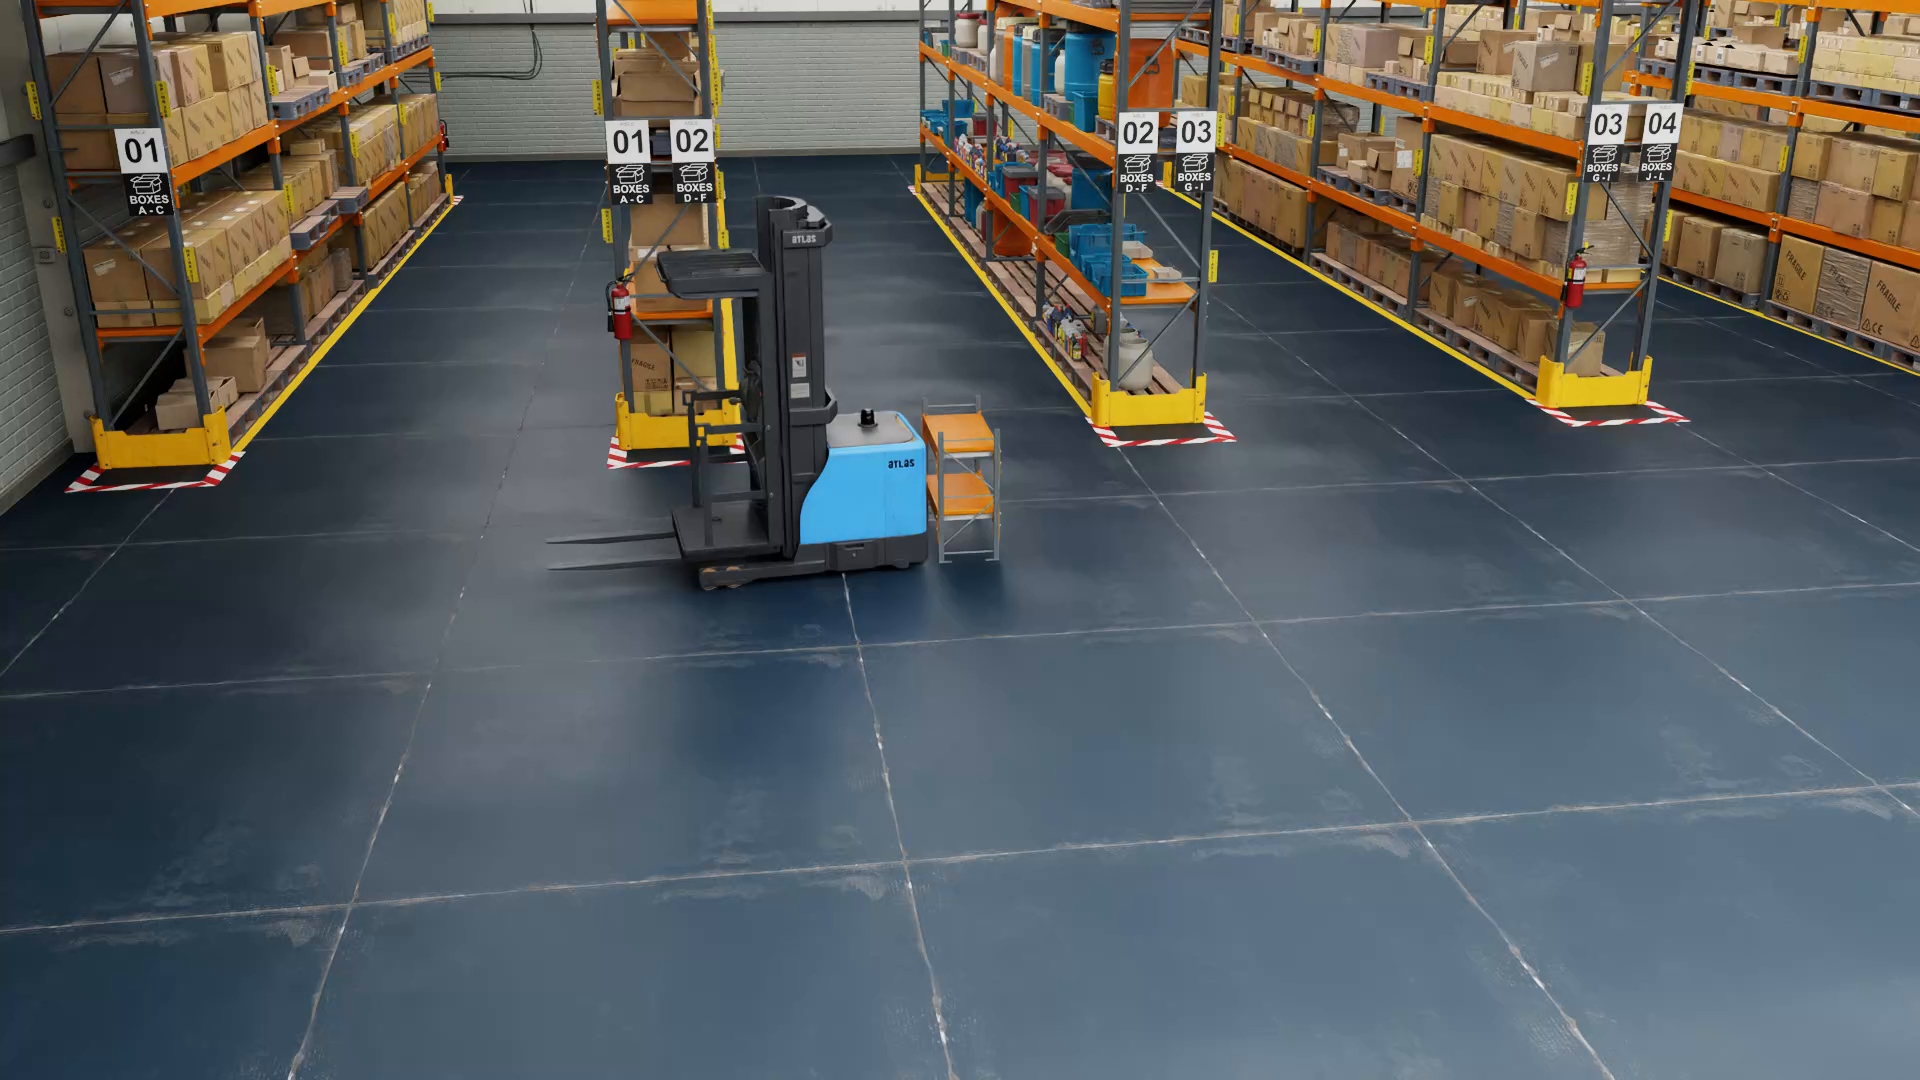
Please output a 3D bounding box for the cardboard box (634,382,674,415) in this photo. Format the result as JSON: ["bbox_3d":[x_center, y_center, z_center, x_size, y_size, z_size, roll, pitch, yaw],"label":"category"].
[{"bbox_3d":[-3.229,-1.480,17.222,0.500,0.250,0.500,-3,21,-8],"label":"cardboard box"}]

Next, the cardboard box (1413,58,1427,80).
[{"bbox_3d":[6.132,-6.144,21.683,0.396,0.266,0.258,-2,21,-6],"label":"cardboard box"}]

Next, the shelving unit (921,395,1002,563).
[{"bbox_3d":[-0.001,-0.529,14.026,0.538,1.125,1.048,-3,21,-8],"label":"shelving unit"}]

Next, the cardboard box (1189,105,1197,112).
[{"bbox_3d":[4.590,-7.974,31.069,0.500,0.250,0.500,-4,21,-10],"label":"cardboard box"}]

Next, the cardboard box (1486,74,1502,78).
[{"bbox_3d":[6.648,-5.611,20.309,0.380,0.149,0.250,-3,21,-7],"label":"cardboard box"}]

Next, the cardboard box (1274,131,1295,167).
[{"bbox_3d":[5.330,-6.227,26.458,0.500,0.500,0.500,-4,21,-10],"label":"cardboard box"}]

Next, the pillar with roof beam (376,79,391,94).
[{"bbox_3d":[-7.053,-11.608,32.435,9.100,9.000,0.400,-3,21,-8],"label":"pillar with roof beam"}]

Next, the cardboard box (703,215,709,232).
[{"bbox_3d":[-2.924,-3.431,18.044,0.380,0.149,0.250,-3,21,-7],"label":"cardboard box"}]

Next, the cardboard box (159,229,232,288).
[{"bbox_3d":[-7.594,-2.792,16.519,0.500,0.500,0.500,-3,21,-8],"label":"cardboard box"}]

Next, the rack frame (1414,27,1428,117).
[{"bbox_3d":[9.560,-8.654,33.100,1.000,3.000,0.127,-3,21,-8],"label":"rack frame"}]

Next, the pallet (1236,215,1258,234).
[{"bbox_3d":[5.400,-5.484,28.598,1.003,0.211,1.213,-3,21,-8],"label":"pallet"}]

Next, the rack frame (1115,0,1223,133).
[{"bbox_3d":[2.042,-5.460,15.973,1.000,3.000,0.127,-3,21,-8],"label":"rack frame"}]

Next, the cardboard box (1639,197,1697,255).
[{"bbox_3d":[10.712,-4.812,25.427,1.050,0.750,0.750,-3,21,-8],"label":"cardboard box"}]

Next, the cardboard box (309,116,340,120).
[{"bbox_3d":[-9.452,-6.144,24.711,0.500,0.250,0.500,-3,21,-9],"label":"cardboard box"}]

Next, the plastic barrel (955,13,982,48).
[{"bbox_3d":[0.140,-8.275,27.003,0.433,0.535,0.433,0,20,0],"label":"plastic barrel"}]

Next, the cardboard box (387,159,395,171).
[{"bbox_3d":[-9.013,-5.827,25.860,0.380,0.149,0.250,-3,21,-8],"label":"cardboard box"}]

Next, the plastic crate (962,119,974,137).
[{"bbox_3d":[0.275,-7.315,29.597,0.437,0.282,0.530,-3,21,-8],"label":"plastic crate"}]

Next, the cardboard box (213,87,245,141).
[{"bbox_3d":[-7.843,-4.468,17.433,0.500,0.500,0.500,-4,21,-10],"label":"cardboard box"}]

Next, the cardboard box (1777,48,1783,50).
[{"bbox_3d":[11.230,-6.744,23.147,0.396,0.266,0.258,-3,21,-8],"label":"cardboard box"}]

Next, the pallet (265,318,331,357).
[{"bbox_3d":[-8.451,-2.498,20.602,1.003,0.211,1.213,-3,21,-8],"label":"pallet"}]

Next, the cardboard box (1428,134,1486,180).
[{"bbox_3d":[6.180,-4.770,20.704,0.500,0.500,0.500,-3,21,-8],"label":"cardboard box"}]

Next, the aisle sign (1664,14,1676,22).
[{"bbox_3d":[14.146,-10.167,33.435,0.394,0.787,0.004,-3,21,-8],"label":"aisle sign"}]

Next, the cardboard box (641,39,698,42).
[{"bbox_3d":[-4.258,-7.129,24.586,0.910,0.500,0.500,-3,21,-8],"label":"cardboard box"}]

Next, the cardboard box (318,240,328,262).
[{"bbox_3d":[-8.739,-3.859,22.133,0.500,0.250,0.500,-3,21,-7],"label":"cardboard box"}]

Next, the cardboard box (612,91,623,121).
[{"bbox_3d":[-3.287,-4.384,16.793,0.500,0.250,0.500,-3,21,-8],"label":"cardboard box"}]

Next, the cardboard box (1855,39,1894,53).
[{"bbox_3d":[11.117,-5.997,20.175,0.380,0.149,0.250,-3,21,-9],"label":"cardboard box"}]

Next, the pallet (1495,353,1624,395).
[{"bbox_3d":[6.851,-1.902,19.008,1.003,0.211,1.213,-3,21,-8],"label":"pallet"}]

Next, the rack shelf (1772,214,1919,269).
[{"bbox_3d":[11.578,-3.470,20.248,1.077,0.370,4.000,-3,21,-8],"label":"rack shelf"}]

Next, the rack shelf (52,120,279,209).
[{"bbox_3d":[-8.050,-3.910,17.140,1.077,0.370,4.000,-3,21,-8],"label":"rack shelf"}]

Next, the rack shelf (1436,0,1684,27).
[{"bbox_3d":[6.655,-6.064,18.622,1.077,0.370,4.000,-3,21,-8],"label":"rack shelf"}]

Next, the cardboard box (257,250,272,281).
[{"bbox_3d":[-7.818,-2.979,18.090,0.500,0.250,0.500,-3,21,-8],"label":"cardboard box"}]

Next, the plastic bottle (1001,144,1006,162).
[{"bbox_3d":[0.713,-6.263,26.883,0.097,0.271,0.097,0,20,0],"label":"plastic bottle"}]

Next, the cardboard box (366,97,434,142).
[{"bbox_3d":[-9.868,-7.403,29.320,0.980,0.700,0.700,-3,21,-8],"label":"cardboard box"}]

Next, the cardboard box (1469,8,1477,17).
[{"bbox_3d":[9.552,-9.653,30.417,0.380,0.149,0.250,-3,21,-9],"label":"cardboard box"}]

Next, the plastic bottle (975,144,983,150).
[{"bbox_3d":[0.286,-6.254,26.850,0.152,0.276,0.135,-3,21,-8],"label":"plastic bottle"}]

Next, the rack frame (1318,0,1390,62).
[{"bbox_3d":[5.790,-8.479,24.058,1.000,3.000,0.127,-3,21,-8],"label":"rack frame"}]

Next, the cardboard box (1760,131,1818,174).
[{"bbox_3d":[11.212,-5.186,22.243,0.700,0.500,0.500,-3,21,-9],"label":"cardboard box"}]

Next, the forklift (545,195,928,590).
[{"bbox_3d":[-1.834,-1.181,13.190,3.031,2.935,1.130,-5,21,-13],"label":"forklift"}]

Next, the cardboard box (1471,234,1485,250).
[{"bbox_3d":[6.330,-3.558,19.815,0.380,0.149,0.250,-3,21,-8],"label":"cardboard box"}]

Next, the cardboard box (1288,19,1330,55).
[{"bbox_3d":[5.420,-7.820,25.836,0.500,0.500,0.500,-2,21,-5],"label":"cardboard box"}]

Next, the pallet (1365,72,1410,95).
[{"bbox_3d":[6.231,-6.179,22.455,1.213,0.211,1.003,-3,21,-8],"label":"pallet"}]

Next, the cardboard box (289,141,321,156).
[{"bbox_3d":[-8.774,-5.248,22.281,0.380,0.149,0.250,-6,21,-17],"label":"cardboard box"}]

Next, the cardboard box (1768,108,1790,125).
[{"bbox_3d":[14.805,-7.551,29.647,0.500,0.250,0.500,-4,21,-9],"label":"cardboard box"}]

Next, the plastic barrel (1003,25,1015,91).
[{"bbox_3d":[0.887,-6.504,22.442,0.600,0.830,0.708,-3,21,-8],"label":"plastic barrel"}]

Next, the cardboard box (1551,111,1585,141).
[{"bbox_3d":[6.623,-4.388,17.606,0.500,0.250,0.500,-2,21,-6],"label":"cardboard box"}]

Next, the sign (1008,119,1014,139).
[{"bbox_3d":[0.857,-6.961,28.171,0.100,0.325,0.005,-3,21,-8],"label":"sign"}]

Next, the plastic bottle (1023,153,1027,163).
[{"bbox_3d":[1.024,-5.887,25.874,0.097,0.271,0.097,0,20,0],"label":"plastic bottle"}]

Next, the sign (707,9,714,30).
[{"bbox_3d":[-4.041,-8.417,26.875,0.100,0.325,0.005,-3,21,-8],"label":"sign"}]

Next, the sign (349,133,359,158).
[{"bbox_3d":[-8.379,-5.456,22.994,0.100,0.325,0.005,-3,21,-8],"label":"sign"}]

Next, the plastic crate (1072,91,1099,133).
[{"bbox_3d":[1.470,-4.692,18.228,0.392,0.384,0.575,-3,21,-8],"label":"plastic crate"}]

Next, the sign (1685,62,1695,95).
[{"bbox_3d":[7.481,-4.741,17.087,0.100,0.325,0.005,-3,21,-8],"label":"sign"}]

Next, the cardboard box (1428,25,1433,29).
[{"bbox_3d":[9.372,-9.821,32.151,0.500,0.250,0.500,-2,21,-6],"label":"cardboard box"}]

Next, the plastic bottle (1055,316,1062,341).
[{"bbox_3d":[1.181,-2.543,19.991,0.061,0.283,0.133,-2,21,-5],"label":"plastic bottle"}]

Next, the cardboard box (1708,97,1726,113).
[{"bbox_3d":[14.534,-8.100,31.472,0.500,0.500,0.500,-3,21,-9],"label":"cardboard box"}]

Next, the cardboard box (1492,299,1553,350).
[{"bbox_3d":[6.679,-2.565,19.769,0.500,0.500,0.500,-1,21,-3],"label":"cardboard box"}]

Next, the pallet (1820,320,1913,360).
[{"bbox_3d":[11.501,-2.502,20.615,1.003,0.211,1.213,-3,21,-8],"label":"pallet"}]

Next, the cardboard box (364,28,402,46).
[{"bbox_3d":[-9.330,-8.136,26.896,0.500,0.250,0.500,-3,21,-8],"label":"cardboard box"}]
